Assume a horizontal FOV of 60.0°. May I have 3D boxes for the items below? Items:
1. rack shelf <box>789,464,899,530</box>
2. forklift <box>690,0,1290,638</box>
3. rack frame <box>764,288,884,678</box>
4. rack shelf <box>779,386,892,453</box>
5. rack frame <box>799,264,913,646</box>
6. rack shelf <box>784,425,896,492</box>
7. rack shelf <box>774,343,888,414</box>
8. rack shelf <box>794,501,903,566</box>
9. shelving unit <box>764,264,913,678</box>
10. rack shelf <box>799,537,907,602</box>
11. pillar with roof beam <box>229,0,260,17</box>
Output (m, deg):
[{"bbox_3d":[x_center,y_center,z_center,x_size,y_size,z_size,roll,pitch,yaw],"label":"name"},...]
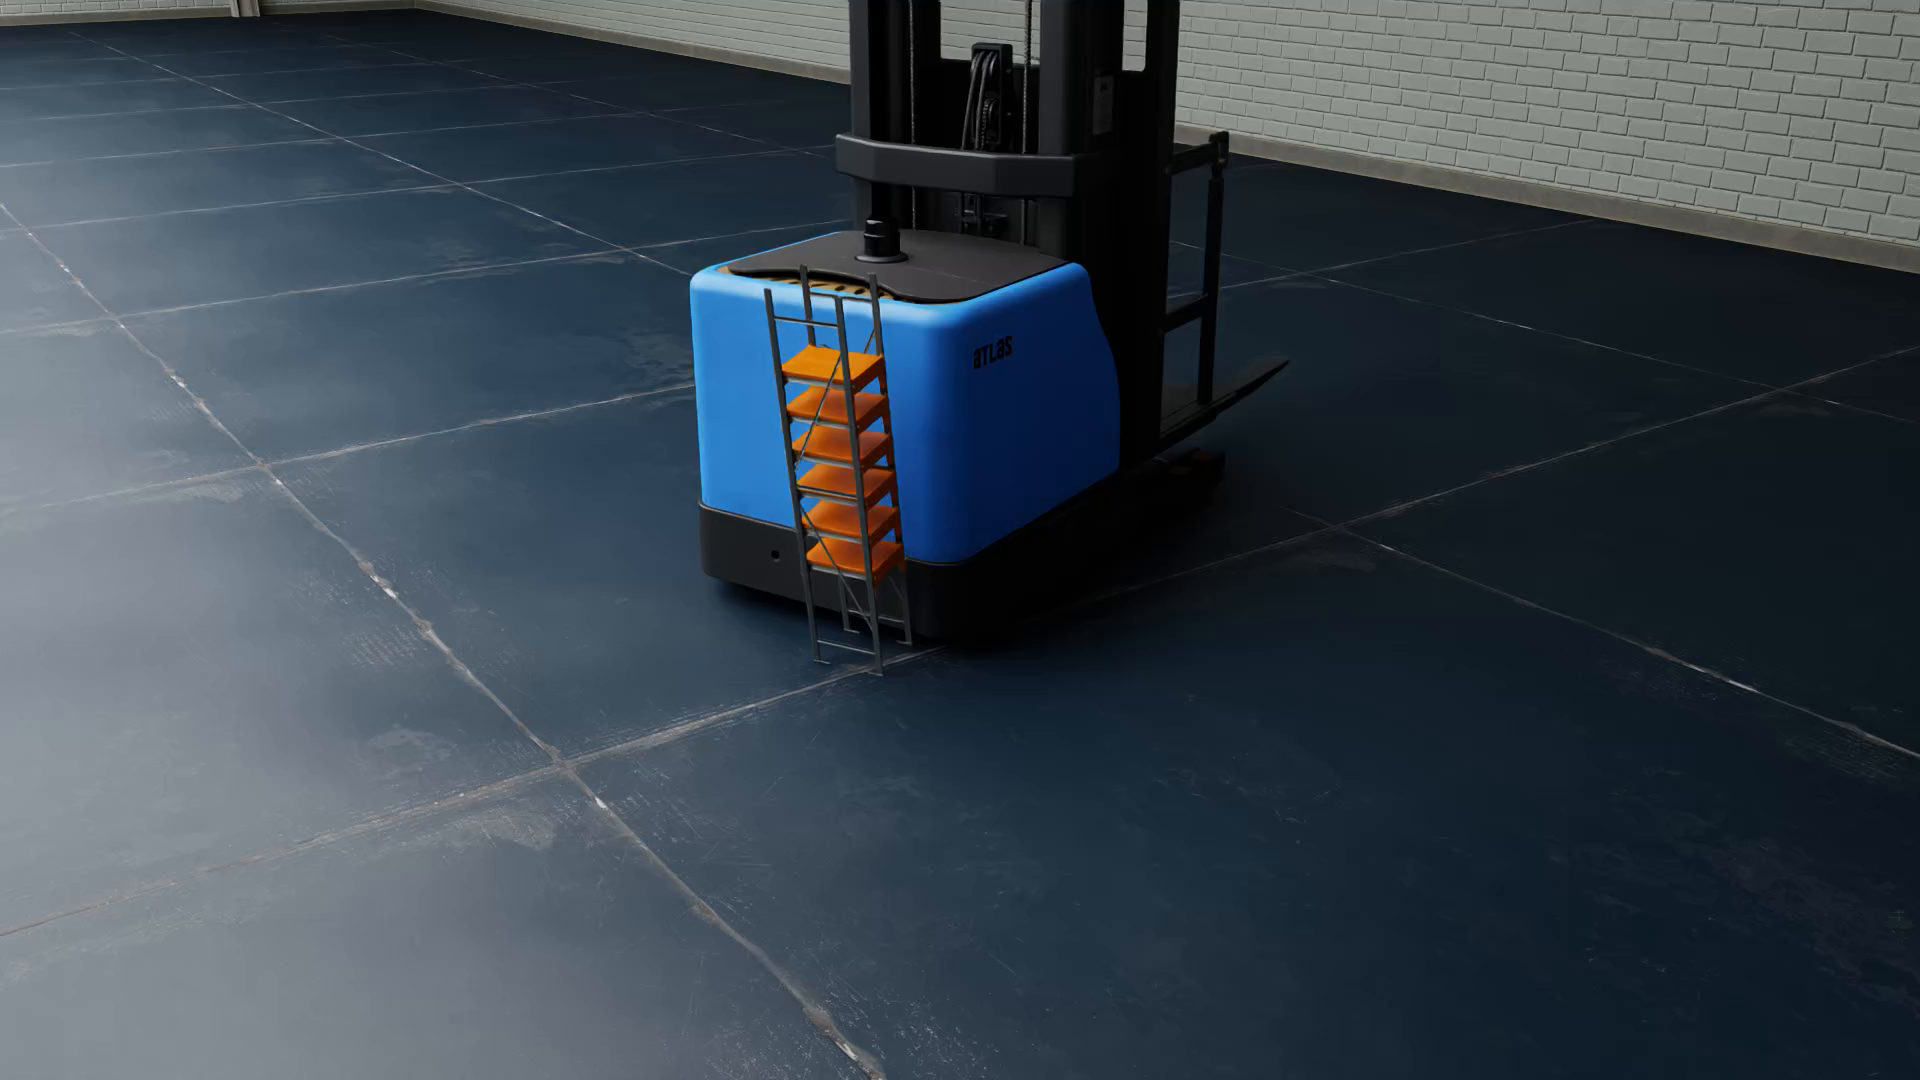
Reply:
[{"bbox_3d":[-0.331,-0.137,4.778,0.258,0.103,0.180,11,33,25],"label":"rack shelf"},{"bbox_3d":[0.364,-1.559,5.910,1.130,2.935,3.031,13,25,30],"label":"forklift"},{"bbox_3d":[-0.375,-0.132,4.687,0.240,1.200,0.006,11,33,25],"label":"rack frame"},{"bbox_3d":[-0.347,-0.345,4.660,0.258,0.103,0.180,11,33,25],"label":"rack shelf"},{"bbox_3d":[-0.293,-0.218,4.826,0.240,1.200,0.006,11,33,25],"label":"rack frame"},{"bbox_3d":[-0.339,-0.241,4.719,0.258,0.103,0.180,11,33,25],"label":"rack shelf"},{"bbox_3d":[-0.356,-0.449,4.601,0.258,0.103,0.180,11,33,25],"label":"rack shelf"},{"bbox_3d":[-0.322,-0.032,4.837,0.258,0.103,0.180,11,33,25],"label":"rack shelf"},{"bbox_3d":[-0.334,-0.175,4.756,0.258,1.200,0.189,11,33,25],"label":"shelving unit"},{"bbox_3d":[-0.314,0.072,4.897,0.258,0.103,0.180,11,33,25],"label":"rack shelf"},{"bbox_3d":[-9.637,-11.800,23.389,0.400,9.000,9.100,-15,26,-33],"label":"pillar with roof beam"}]
